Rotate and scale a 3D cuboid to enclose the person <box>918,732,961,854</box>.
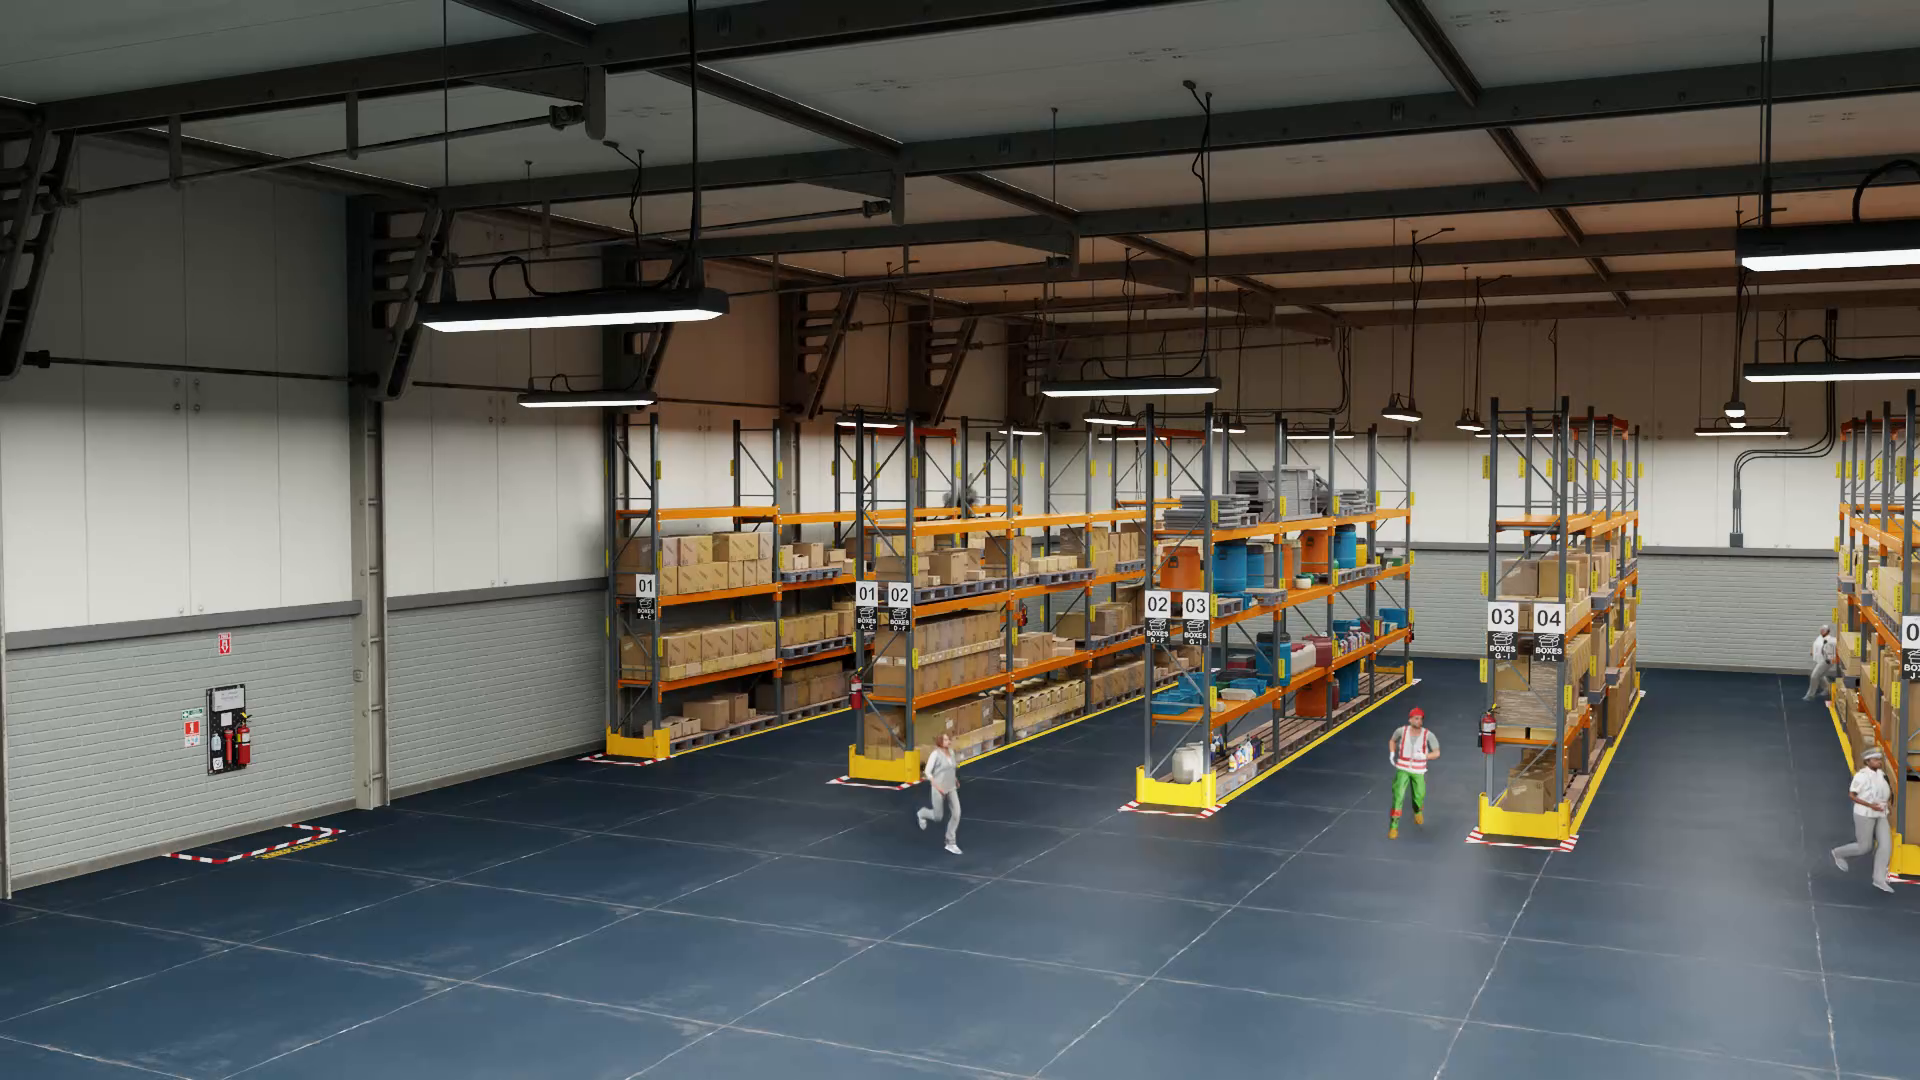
[{"bbox_3d":[-0.249,3.318,21.990,0.538,1.569,0.805,-2,3,-36],"label":"person"}]

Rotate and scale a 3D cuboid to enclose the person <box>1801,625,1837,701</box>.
[{"bbox_3d":[18.708,2.670,36.072,0.846,1.686,0.694,0,2,-9],"label":"person"}]

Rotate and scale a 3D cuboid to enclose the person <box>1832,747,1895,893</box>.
[{"bbox_3d":[10.951,3.332,20.045,0.584,1.705,0.837,-1,3,-18],"label":"person"}]

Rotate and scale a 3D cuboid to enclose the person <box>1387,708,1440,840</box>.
[{"bbox_3d":[6.233,3.180,22.851,0.689,1.758,0.909,1,3,19],"label":"person"}]
